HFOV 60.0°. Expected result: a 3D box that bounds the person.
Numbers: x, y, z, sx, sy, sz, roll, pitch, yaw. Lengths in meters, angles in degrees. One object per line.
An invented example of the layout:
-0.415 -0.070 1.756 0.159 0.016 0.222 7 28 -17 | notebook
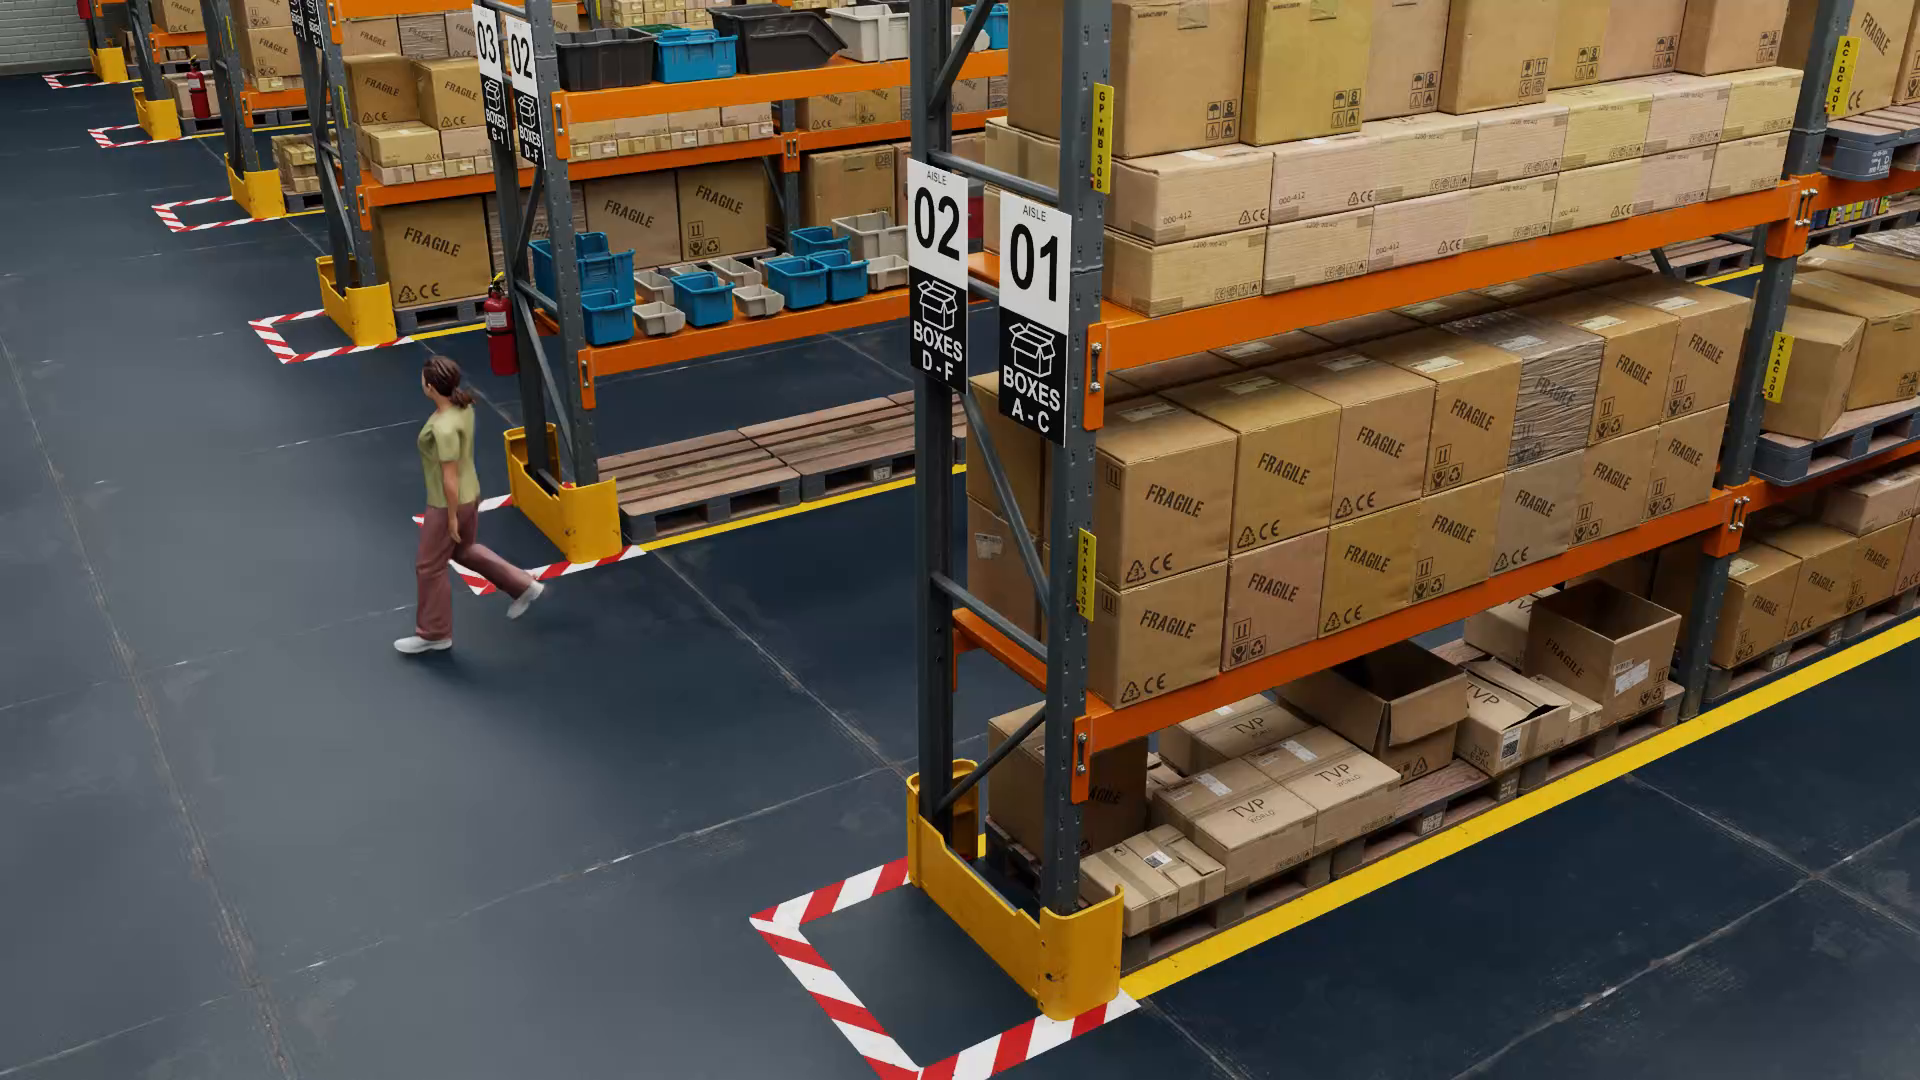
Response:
-2.735 -0.215 9.053 0.808 1.645 0.477 -1 25 -3 | person
